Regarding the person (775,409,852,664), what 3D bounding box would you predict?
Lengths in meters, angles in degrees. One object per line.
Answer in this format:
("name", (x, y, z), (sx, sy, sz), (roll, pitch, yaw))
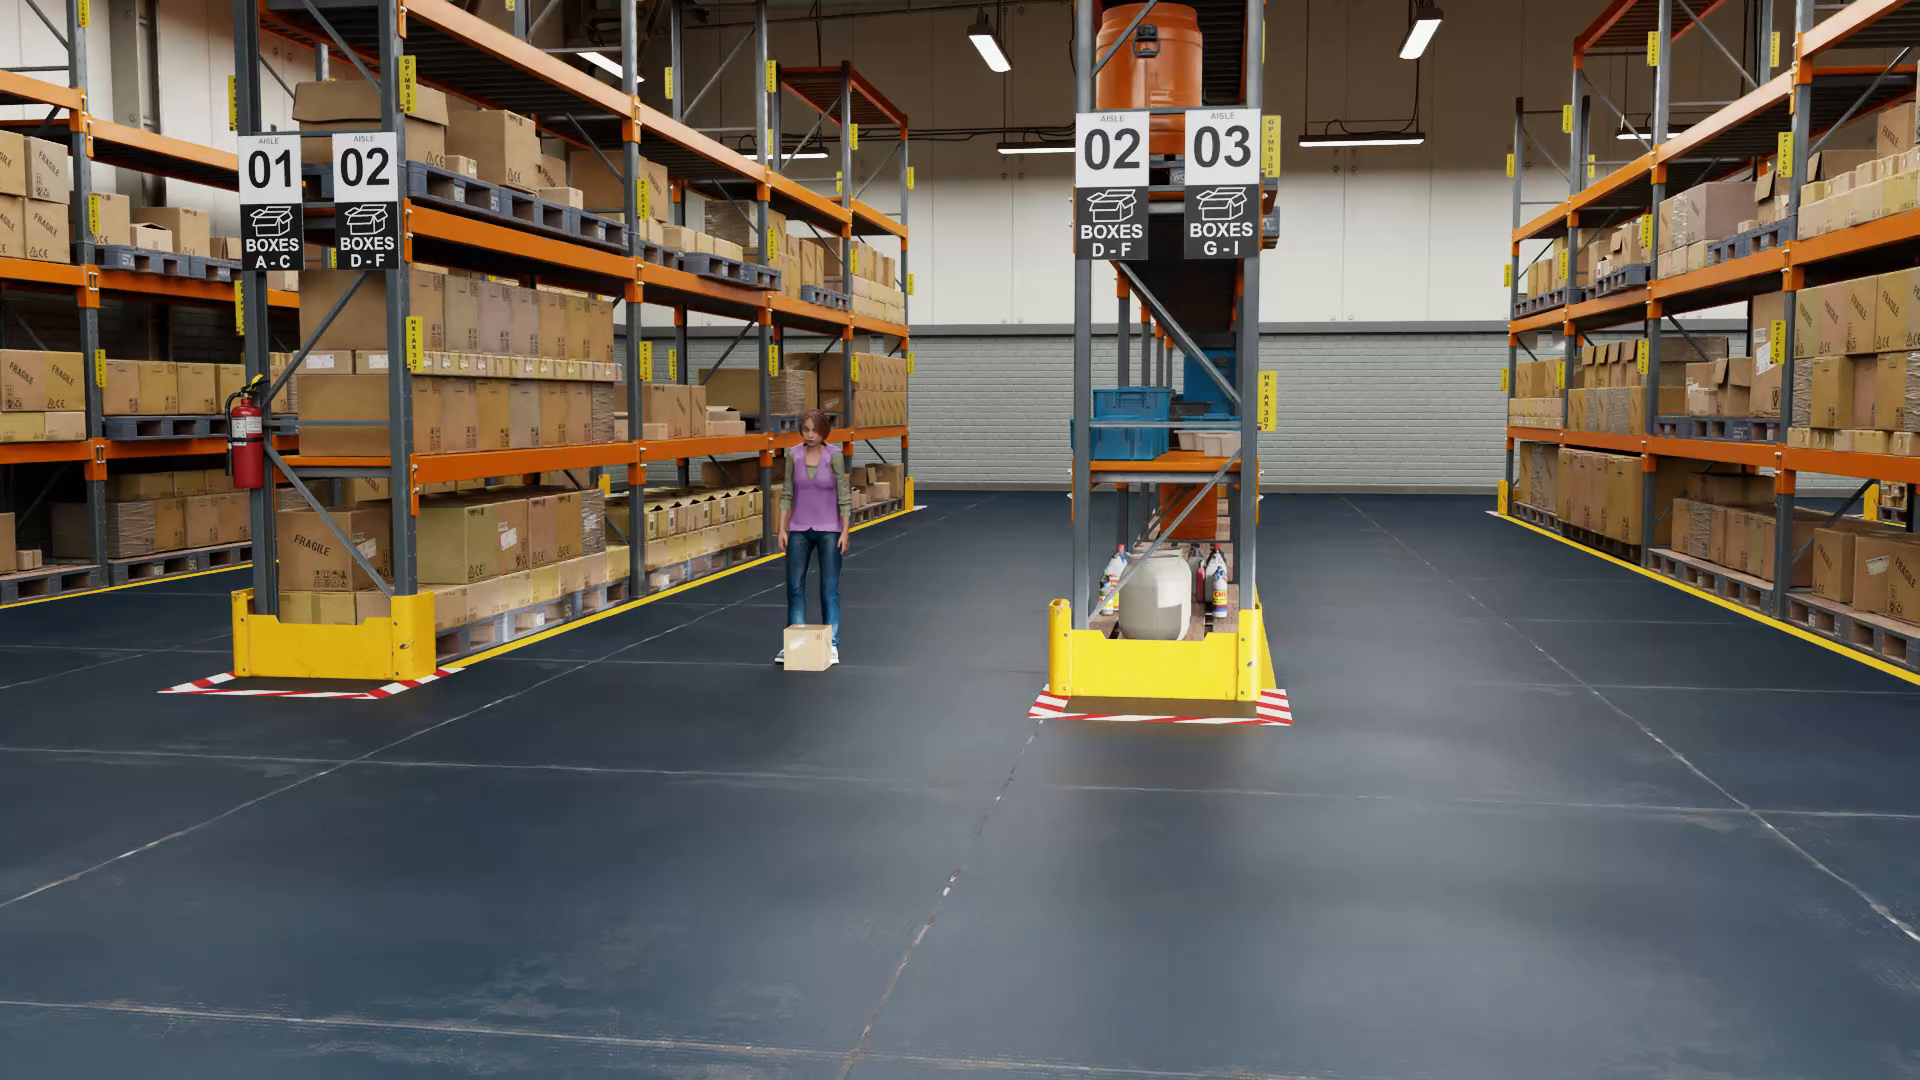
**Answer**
("person", (-0.913, -0.025, 10.437), (0.467, 1.593, 0.350), (1, 5, 8))
